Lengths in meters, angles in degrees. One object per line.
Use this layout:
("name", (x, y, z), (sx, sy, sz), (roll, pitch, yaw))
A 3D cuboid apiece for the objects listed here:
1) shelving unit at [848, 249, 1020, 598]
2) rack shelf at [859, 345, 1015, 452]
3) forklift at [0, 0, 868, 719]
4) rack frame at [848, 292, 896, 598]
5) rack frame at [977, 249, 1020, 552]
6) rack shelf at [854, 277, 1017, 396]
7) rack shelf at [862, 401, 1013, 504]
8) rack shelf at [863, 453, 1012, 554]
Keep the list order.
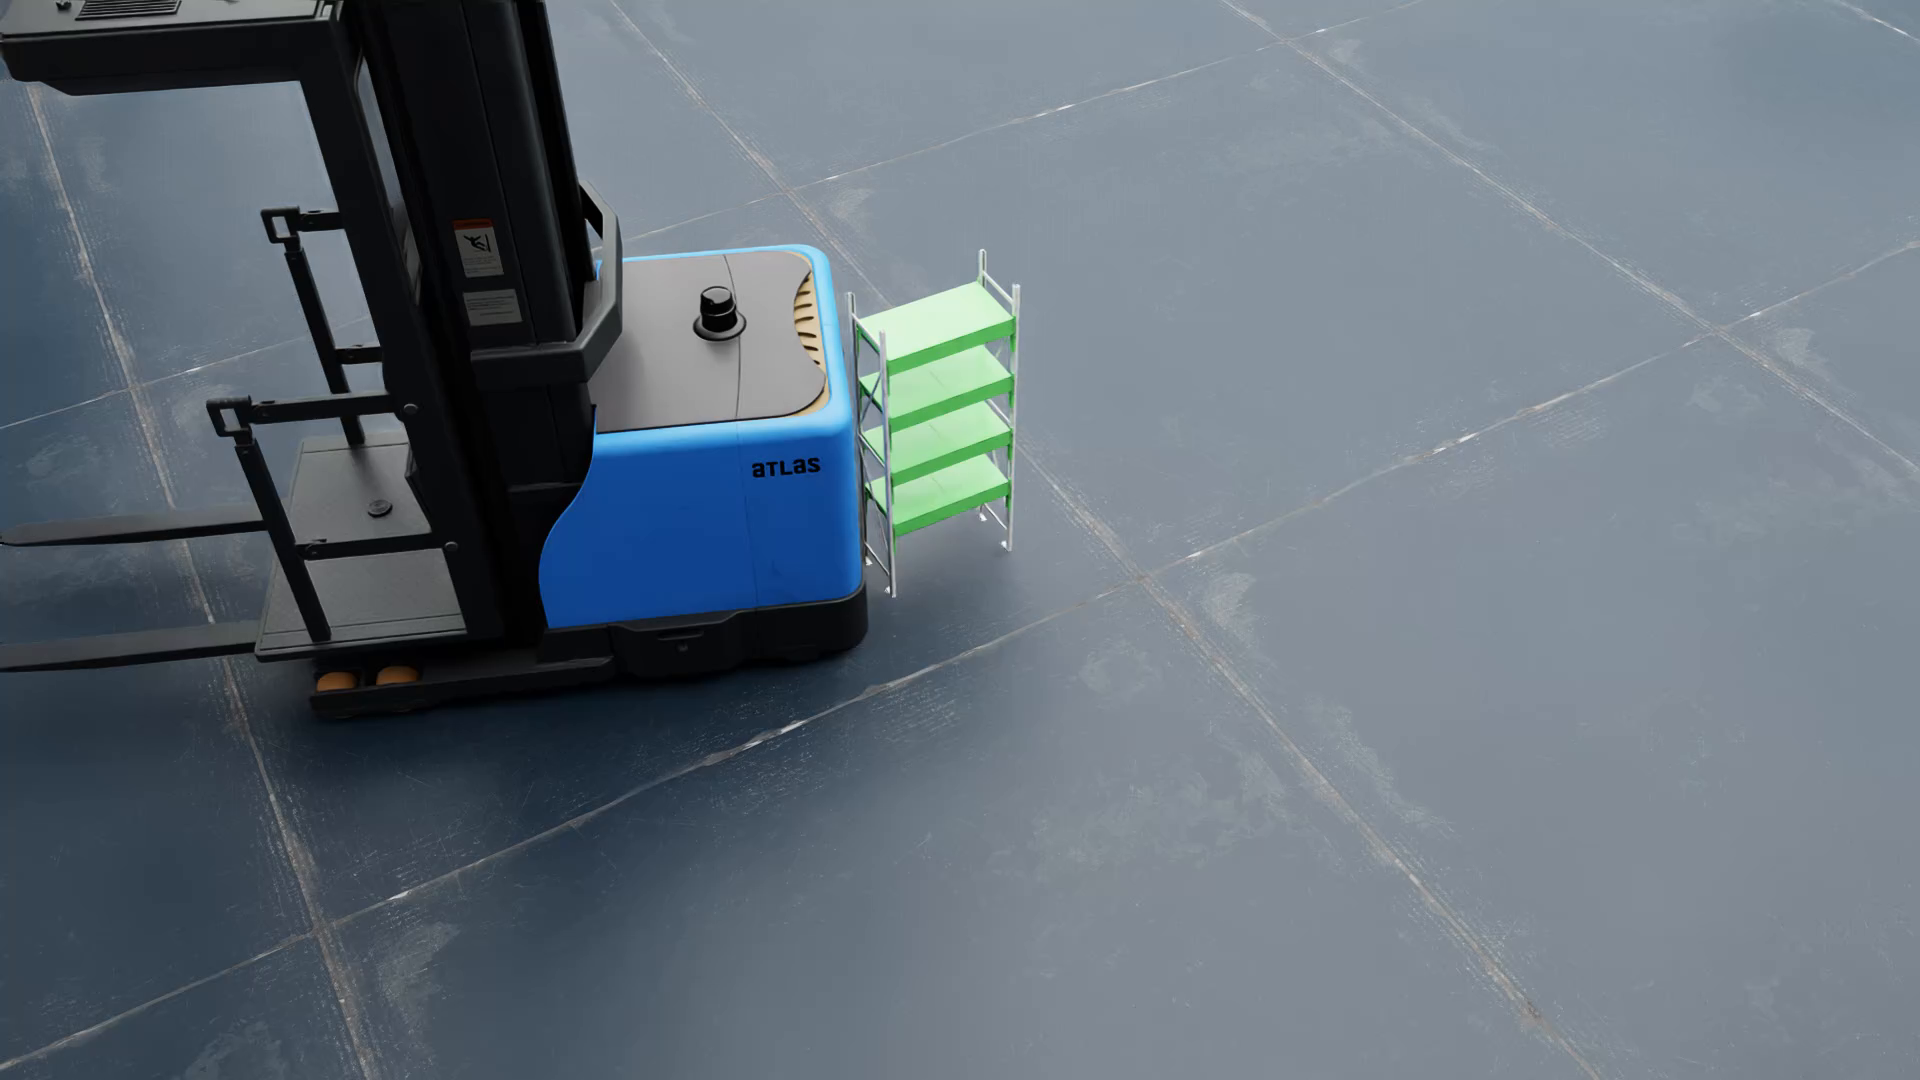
("shelving unit", (-0.084, -0.377, 5.777), (0.503, 1.200, 0.258), (-21, 48, -21))
("rack shelf", (-0.084, -0.503, 5.654), (0.480, 0.148, 0.258), (-21, 48, -21))
("forklift", (-1.882, -0.843, 5.014), (3.031, 2.935, 1.130), (-6, 44, -6))
("rack frame", (-0.297, -0.294, 5.691), (0.015, 1.200, 0.240), (-21, 48, -21))
("rack frame", (0.129, -0.460, 5.863), (0.015, 1.200, 0.240), (-21, 48, -21))
("rack shelf", (-0.084, -0.676, 5.487), (0.480, 0.148, 0.258), (-21, 48, -21))
("rack shelf", (-0.084, -0.331, 5.821), (0.480, 0.148, 0.258), (-21, 48, -21))
("rack shelf", (-0.084, -0.159, 5.989), (0.480, 0.148, 0.258), (-21, 48, -21))
